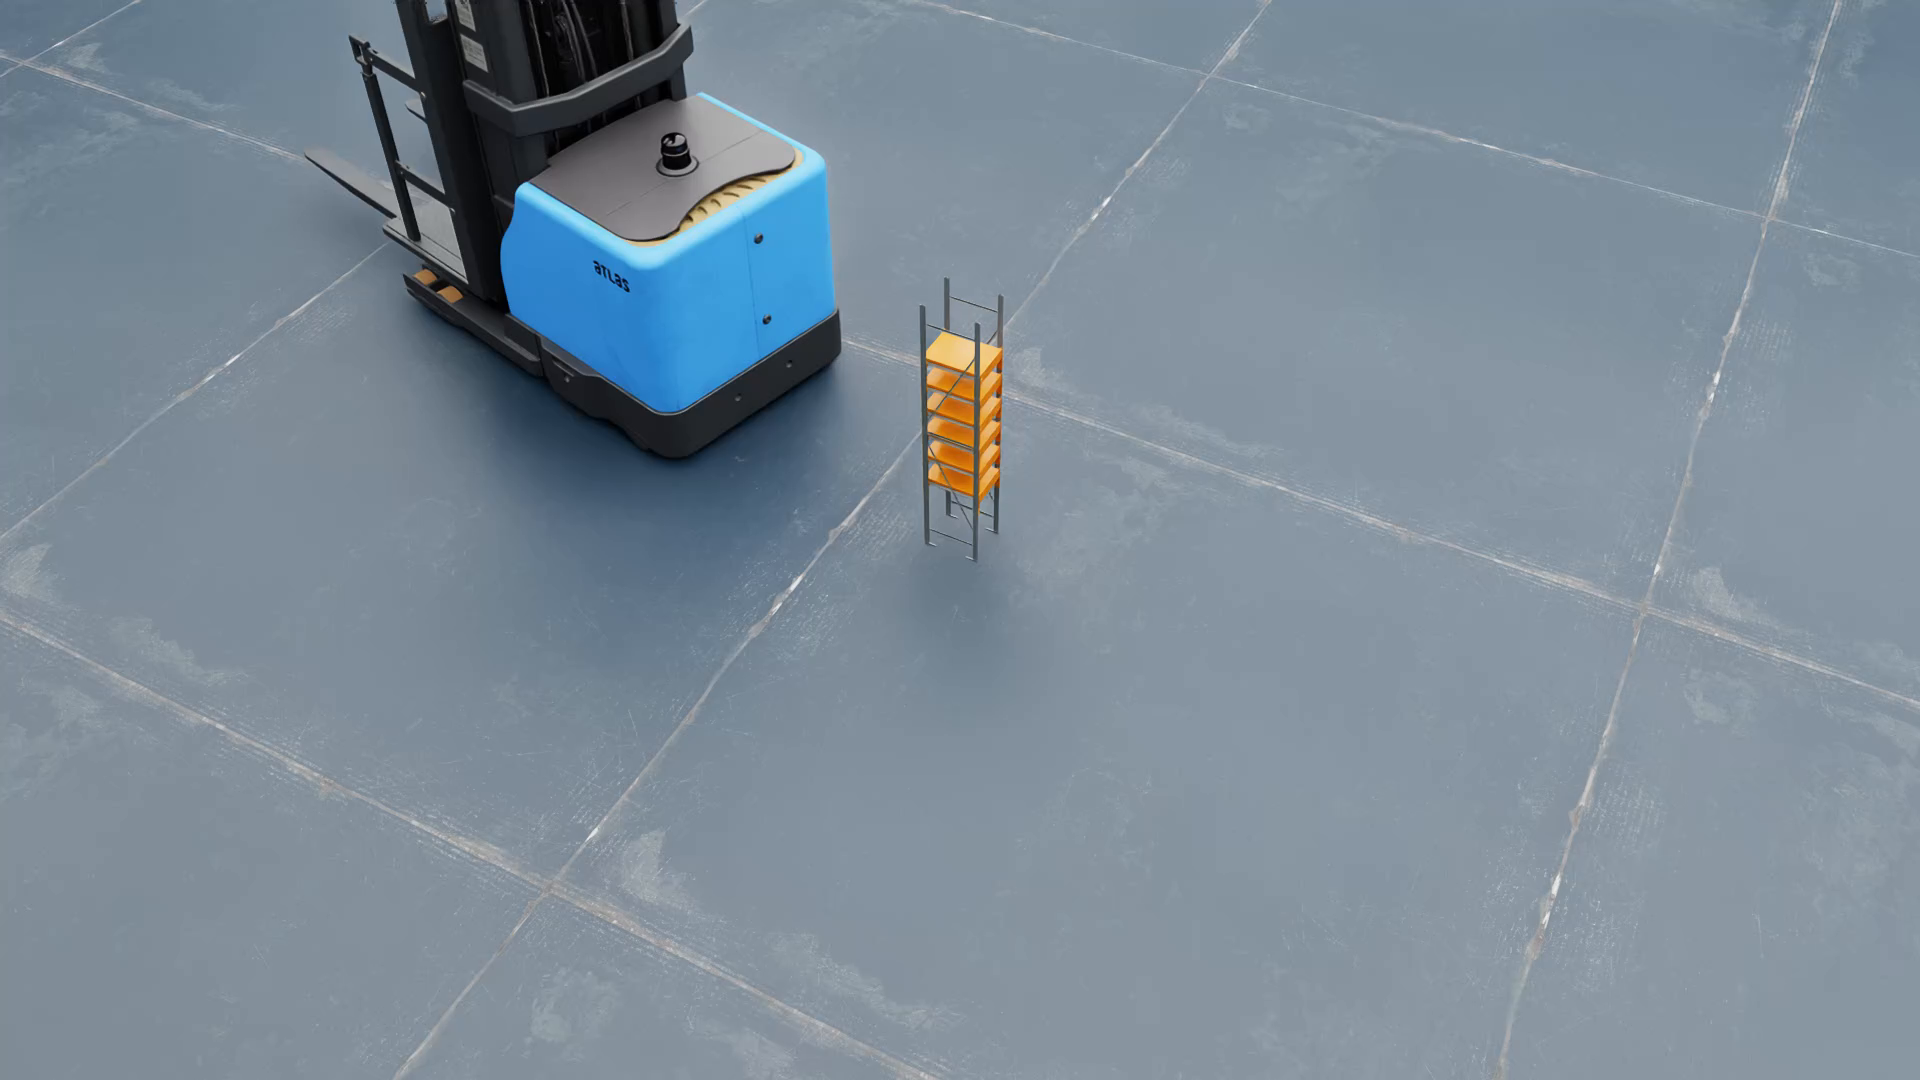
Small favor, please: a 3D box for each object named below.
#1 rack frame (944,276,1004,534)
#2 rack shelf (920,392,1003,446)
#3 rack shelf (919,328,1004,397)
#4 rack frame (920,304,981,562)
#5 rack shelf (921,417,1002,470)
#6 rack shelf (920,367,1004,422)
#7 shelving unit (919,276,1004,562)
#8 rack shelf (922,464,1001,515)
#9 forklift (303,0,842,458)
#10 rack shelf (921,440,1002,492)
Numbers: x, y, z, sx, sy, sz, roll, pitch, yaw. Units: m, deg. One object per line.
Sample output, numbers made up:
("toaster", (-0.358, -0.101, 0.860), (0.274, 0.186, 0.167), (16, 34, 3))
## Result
("rack frame", (0.049, -0.489, 6.389), (0.240, 1.200, 0.006), (20, 49, 19))
("rack shelf", (0.007, -0.484, 6.279), (0.258, 0.103, 0.180), (20, 49, 19))
("rack shelf", (0.007, -0.653, 6.108), (0.258, 0.103, 0.180), (20, 49, 19))
("rack frame", (-0.036, -0.373, 6.275), (0.240, 1.200, 0.006), (20, 49, 19))
("rack shelf", (0.007, -0.400, 6.364), (0.258, 0.103, 0.180), (20, 49, 19))
("rack shelf", (0.007, -0.568, 6.193), (0.258, 0.103, 0.180), (20, 49, 19))
("shelving unit", (0.007, -0.431, 6.332), (0.258, 1.200, 0.189), (20, 49, 19))
("rack shelf", (0.007, -0.231, 6.535), (0.258, 0.103, 0.180), (20, 49, 19))
("forklift", (-1.965, -2.292, 6.954), (3.031, 2.935, 1.130), (33, 54, 28))
("rack shelf", (0.007, -0.315, 6.449), (0.258, 0.103, 0.180), (20, 49, 19))
